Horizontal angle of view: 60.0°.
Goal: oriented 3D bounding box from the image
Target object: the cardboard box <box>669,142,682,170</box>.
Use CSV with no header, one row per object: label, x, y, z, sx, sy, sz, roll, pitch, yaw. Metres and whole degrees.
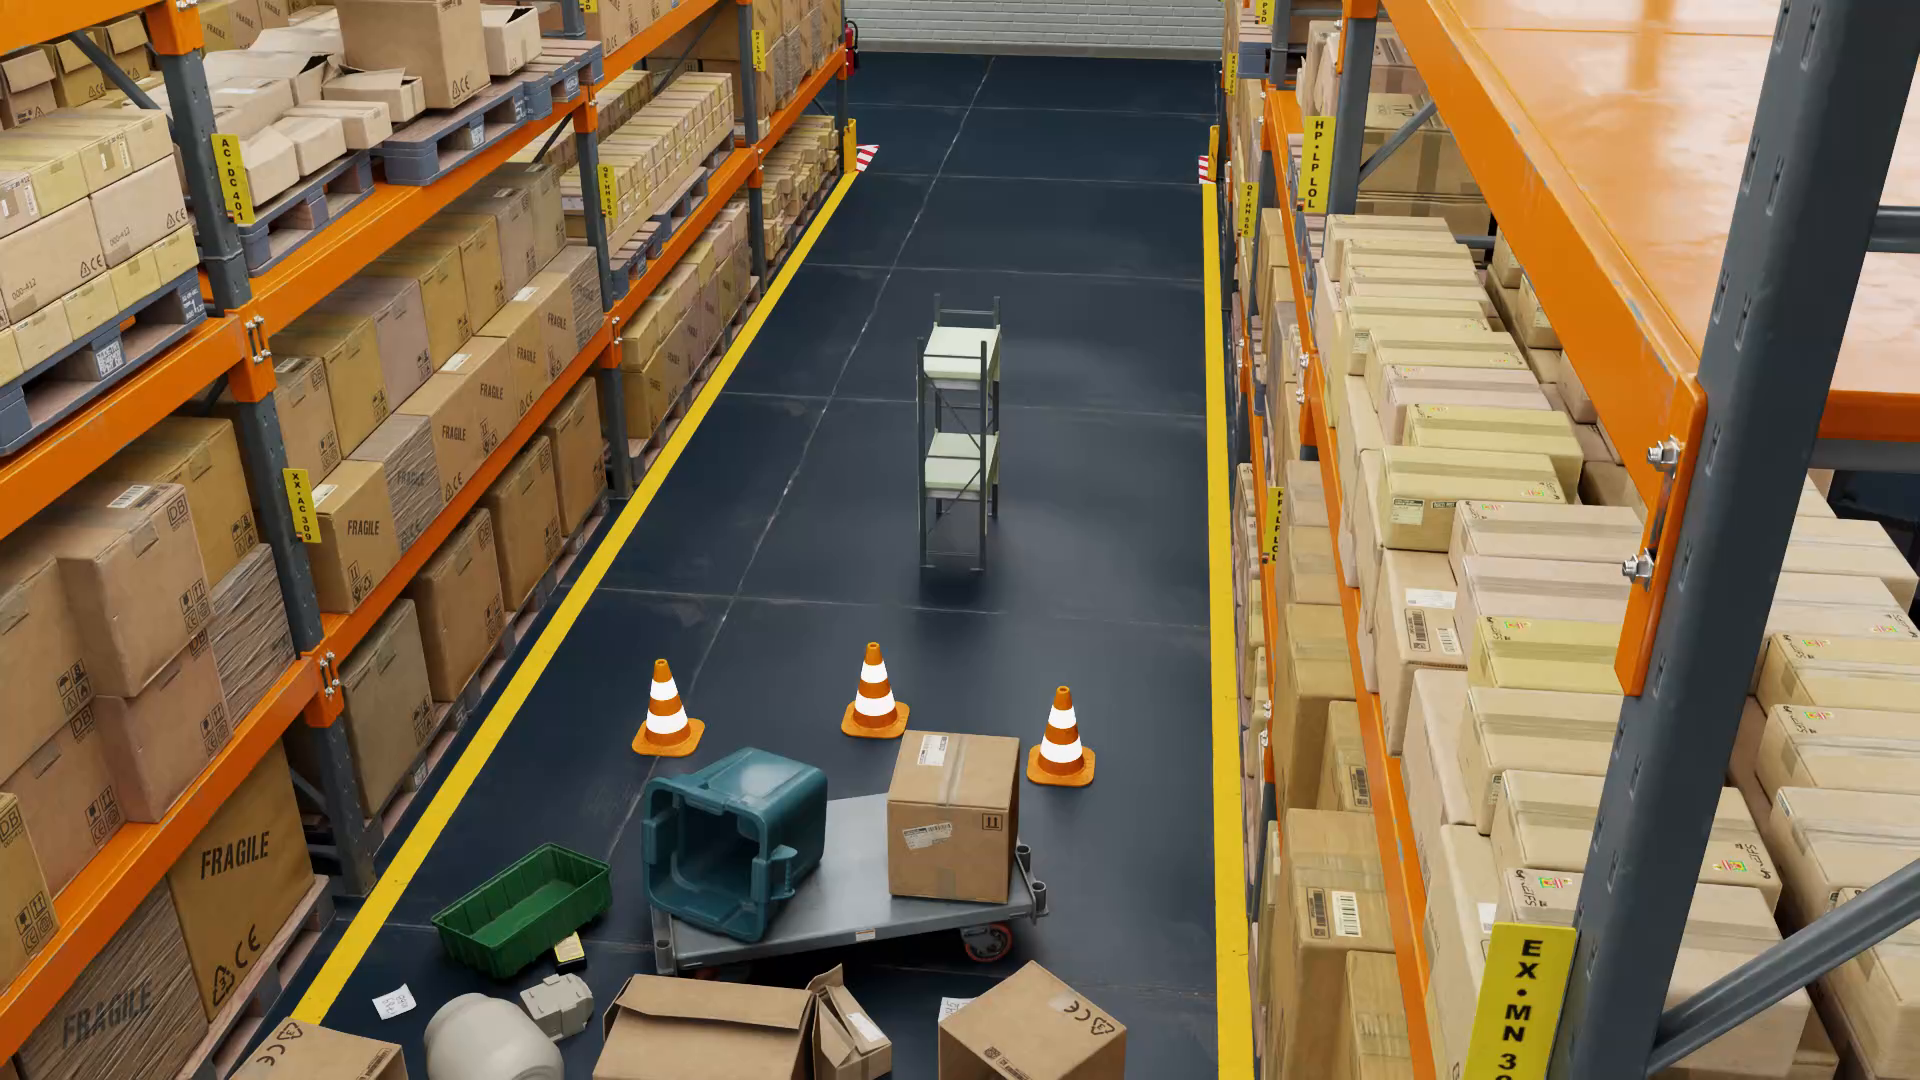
cardboard box,-2.241,-2.788,12.063,0.380,0.149,0.250,4,29,8

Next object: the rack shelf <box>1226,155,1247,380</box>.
rack shelf,2.485,-2.018,11.884,1.077,0.370,4.000,3,28,6

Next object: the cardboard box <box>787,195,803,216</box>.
cardboard box,-1.713,-3.212,15.905,0.380,0.149,0.250,3,28,5

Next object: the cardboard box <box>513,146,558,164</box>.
cardboard box,-2.986,-2.594,11.390,0.380,0.149,0.250,4,29,8

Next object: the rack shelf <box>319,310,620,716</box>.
rack shelf,-2.930,-0.375,8.835,1.077,0.370,4.000,3,28,6

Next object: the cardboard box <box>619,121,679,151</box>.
cardboard box,-2.243,-2.912,11.980,0.380,0.149,0.250,3,28,5

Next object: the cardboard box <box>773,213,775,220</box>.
cardboard box,-1.897,-2.970,15.142,0.380,0.149,0.250,3,28,6

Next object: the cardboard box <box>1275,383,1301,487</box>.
cardboard box,1.638,-0.335,7.139,0.500,0.500,0.500,4,29,6

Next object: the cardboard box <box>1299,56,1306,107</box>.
cardboard box,2.001,-2.396,8.807,0.396,0.266,0.258,3,28,6

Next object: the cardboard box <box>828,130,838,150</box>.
cardboard box,-1.487,-4.195,17.416,0.380,0.149,0.250,3,28,5

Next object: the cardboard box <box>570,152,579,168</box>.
cardboard box,-2.921,-2.705,11.909,0.380,0.149,0.250,4,29,7

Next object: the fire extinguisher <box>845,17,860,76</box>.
fire extinguisher,-1.216,-5.293,17.679,0.296,0.674,0.183,3,28,6

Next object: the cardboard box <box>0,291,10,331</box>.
cardboard box,-3.106,-0.645,4.711,0.500,0.250,0.500,3,28,6

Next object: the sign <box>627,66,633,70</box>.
sign,-2.735,-3.925,13.753,0.100,0.325,0.005,3,28,6

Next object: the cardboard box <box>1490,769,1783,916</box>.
cardboard box,1.078,0.516,2.684,0.380,0.149,0.250,4,29,7

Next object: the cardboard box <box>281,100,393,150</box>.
cardboard box,-2.746,-1.834,7.338,0.380,0.149,0.250,3,28,6

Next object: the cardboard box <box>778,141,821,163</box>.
cardboard box,-1.584,-3.835,16.434,0.380,0.149,0.250,4,29,8

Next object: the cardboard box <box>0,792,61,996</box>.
cardboard box,-3.402,1.120,5.142,0.875,0.550,0.500,3,28,6

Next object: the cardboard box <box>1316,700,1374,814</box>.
cardboard box,1.334,0.793,4.434,0.700,0.500,0.500,3,28,6

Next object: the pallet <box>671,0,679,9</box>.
pallet,-2.501,-3.982,11.805,1.213,0.211,1.003,3,28,6

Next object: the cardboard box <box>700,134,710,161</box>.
cardboard box,-2.142,-3.035,12.835,0.380,0.149,0.250,2,28,4

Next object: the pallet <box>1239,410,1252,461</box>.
pallet,2.411,-0.533,11.308,1.003,0.211,1.213,3,28,6

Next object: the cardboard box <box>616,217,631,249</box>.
cardboard box,-2.397,-2.033,10.975,0.380,0.149,0.250,5,29,9

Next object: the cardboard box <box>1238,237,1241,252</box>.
cardboard box,2.169,-2.058,11.358,0.500,0.250,0.500,3,28,6

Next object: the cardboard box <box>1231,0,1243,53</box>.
cardboard box,2.637,-4.477,14.530,0.500,0.500,0.500,4,29,7

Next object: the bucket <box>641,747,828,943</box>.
bucket,-0.904,1.219,6.965,0.726,0.611,0.620,14,21,24

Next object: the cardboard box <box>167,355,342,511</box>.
cardboard box,-3.120,-0.469,7.090,0.700,0.500,0.500,3,28,5

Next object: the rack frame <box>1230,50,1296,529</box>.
rack frame,2.240,-1.393,9.966,1.000,3.000,0.127,3,28,6

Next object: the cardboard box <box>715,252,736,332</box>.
cardboard box,-2.099,-1.996,13.278,0.500,0.500,0.500,3,28,5

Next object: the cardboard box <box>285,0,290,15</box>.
cardboard box,-7.061,-5.440,16.532,0.500,0.500,0.500,3,28,5

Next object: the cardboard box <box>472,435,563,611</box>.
cardboard box,-2.953,-0.135,9.559,1.050,0.750,0.750,4,29,7

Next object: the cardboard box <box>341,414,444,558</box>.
cardboard box,-2.783,-0.264,7.765,0.500,0.500,0.500,4,29,7

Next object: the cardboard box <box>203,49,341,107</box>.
cardboard box,-3.179,-2.099,7.658,0.500,0.311,0.500,2,28,4

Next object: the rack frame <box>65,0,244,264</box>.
rack frame,-3.175,-2.392,5.494,1.000,3.000,0.127,3,28,6

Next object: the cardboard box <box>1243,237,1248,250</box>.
cardboard box,2.106,-2.032,10.782,0.500,0.250,0.500,3,28,5

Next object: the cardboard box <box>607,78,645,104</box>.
cardboard box,-2.728,-3.562,13.187,0.380,0.149,0.250,4,29,8

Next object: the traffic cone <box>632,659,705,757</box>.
traffic cone,-1.512,0.823,8.527,0.336,0.463,0.334,3,28,6

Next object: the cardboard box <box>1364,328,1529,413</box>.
cardboard box,1.304,-0.453,4.481,0.380,0.149,0.250,2,28,5

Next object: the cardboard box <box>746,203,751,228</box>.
cardboard box,-1.947,-2.858,14.621,0.380,0.149,0.250,4,29,8

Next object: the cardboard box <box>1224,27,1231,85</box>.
cardboard box,2.762,-4.516,15.656,0.500,0.500,0.500,3,28,6

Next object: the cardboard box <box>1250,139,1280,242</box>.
cardboard box,2.044,-2.136,10.185,0.500,0.500,0.500,3,28,5

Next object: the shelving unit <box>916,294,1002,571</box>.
shelving unit,-0.001,-0.657,10.181,0.431,1.500,0.755,3,28,6

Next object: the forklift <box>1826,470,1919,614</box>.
forklift,5.302,-0.955,9.224,3.031,2.935,1.130,18,33,29

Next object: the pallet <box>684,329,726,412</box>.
pallet,-2.436,-1.346,12.819,1.003,0.211,1.213,3,28,6

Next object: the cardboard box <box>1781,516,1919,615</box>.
cardboard box,1.766,0.068,3.515,0.380,0.149,0.250,4,29,8

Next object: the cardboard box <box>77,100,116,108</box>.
cardboard box,-7.016,-3.181,13.179,0.500,0.500,0.500,3,28,6

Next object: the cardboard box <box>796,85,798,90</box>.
cardboard box,-1.736,-4.272,15.574,0.380,0.149,0.250,4,29,8

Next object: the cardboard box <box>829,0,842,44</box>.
cardboard box,-1.505,-5.348,16.887,0.500,0.500,0.500,4,29,7

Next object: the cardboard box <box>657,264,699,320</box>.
cardboard box,-2.225,-1.830,12.178,0.500,0.250,0.500,4,29,7

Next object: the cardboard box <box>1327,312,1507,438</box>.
cardboard box,1.370,-0.462,4.918,0.500,0.250,0.500,3,28,6

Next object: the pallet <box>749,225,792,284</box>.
pallet,-2.148,-2.607,15.159,1.003,0.211,1.213,3,28,6

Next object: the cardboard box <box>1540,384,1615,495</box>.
cardboard box,1.825,-0.196,4.424,0.500,0.250,0.500,3,28,5

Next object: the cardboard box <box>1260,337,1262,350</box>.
cardboard box,1.868,-1.068,9.185,0.380,0.149,0.250,2,28,3
